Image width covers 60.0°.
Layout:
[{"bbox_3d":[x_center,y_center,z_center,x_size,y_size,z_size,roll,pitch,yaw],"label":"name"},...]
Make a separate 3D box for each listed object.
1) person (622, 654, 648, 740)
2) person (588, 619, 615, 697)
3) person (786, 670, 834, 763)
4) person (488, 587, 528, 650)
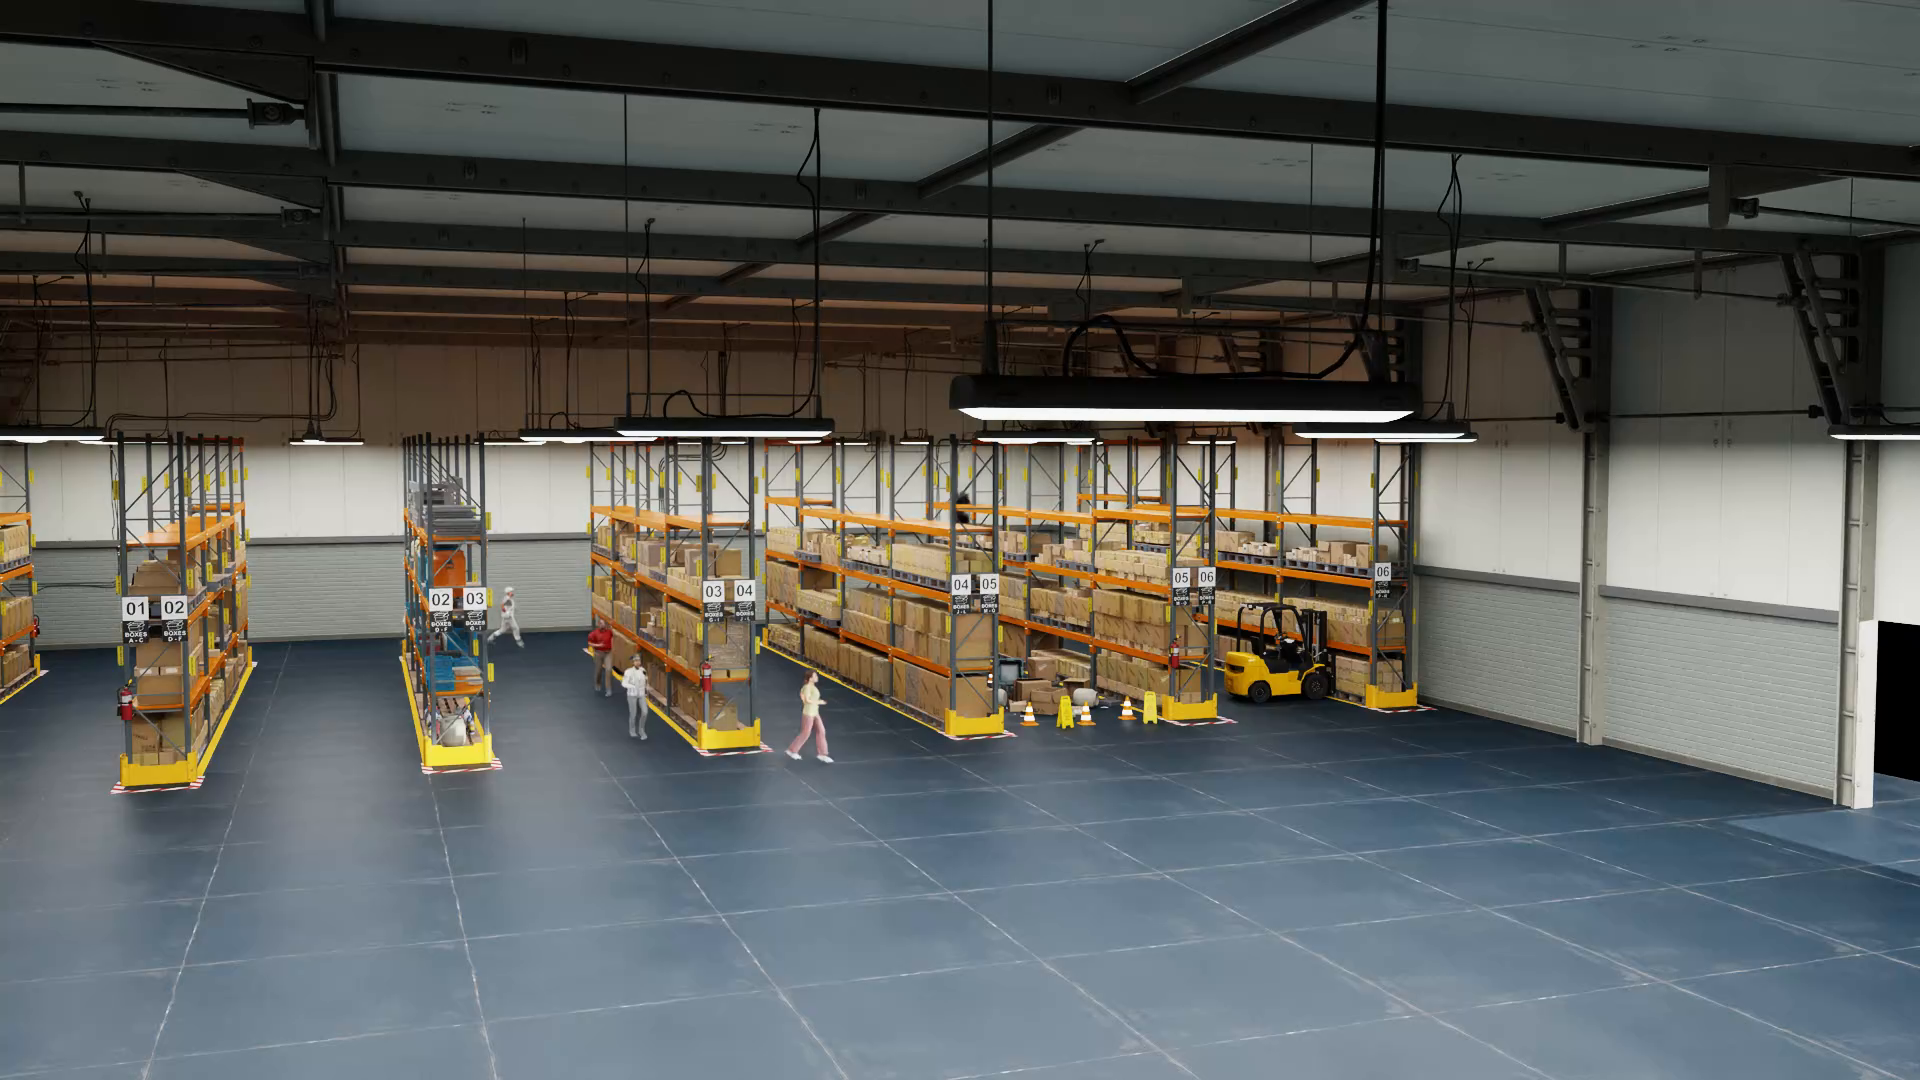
[{"bbox_3d":[-6.342,3.077,32.615,0.601,1.712,0.703,-2,4,-28],"label":"person"},{"bbox_3d":[-8.313,2.715,38.608,0.646,1.761,0.938,-1,3,-25],"label":"person"},{"bbox_3d":[-2.745,3.207,30.229,0.864,1.700,0.565,0,3,9],"label":"person"},{"bbox_3d":[-12.840,2.232,47.110,1.133,1.813,0.623,-2,4,-30],"label":"person"}]
